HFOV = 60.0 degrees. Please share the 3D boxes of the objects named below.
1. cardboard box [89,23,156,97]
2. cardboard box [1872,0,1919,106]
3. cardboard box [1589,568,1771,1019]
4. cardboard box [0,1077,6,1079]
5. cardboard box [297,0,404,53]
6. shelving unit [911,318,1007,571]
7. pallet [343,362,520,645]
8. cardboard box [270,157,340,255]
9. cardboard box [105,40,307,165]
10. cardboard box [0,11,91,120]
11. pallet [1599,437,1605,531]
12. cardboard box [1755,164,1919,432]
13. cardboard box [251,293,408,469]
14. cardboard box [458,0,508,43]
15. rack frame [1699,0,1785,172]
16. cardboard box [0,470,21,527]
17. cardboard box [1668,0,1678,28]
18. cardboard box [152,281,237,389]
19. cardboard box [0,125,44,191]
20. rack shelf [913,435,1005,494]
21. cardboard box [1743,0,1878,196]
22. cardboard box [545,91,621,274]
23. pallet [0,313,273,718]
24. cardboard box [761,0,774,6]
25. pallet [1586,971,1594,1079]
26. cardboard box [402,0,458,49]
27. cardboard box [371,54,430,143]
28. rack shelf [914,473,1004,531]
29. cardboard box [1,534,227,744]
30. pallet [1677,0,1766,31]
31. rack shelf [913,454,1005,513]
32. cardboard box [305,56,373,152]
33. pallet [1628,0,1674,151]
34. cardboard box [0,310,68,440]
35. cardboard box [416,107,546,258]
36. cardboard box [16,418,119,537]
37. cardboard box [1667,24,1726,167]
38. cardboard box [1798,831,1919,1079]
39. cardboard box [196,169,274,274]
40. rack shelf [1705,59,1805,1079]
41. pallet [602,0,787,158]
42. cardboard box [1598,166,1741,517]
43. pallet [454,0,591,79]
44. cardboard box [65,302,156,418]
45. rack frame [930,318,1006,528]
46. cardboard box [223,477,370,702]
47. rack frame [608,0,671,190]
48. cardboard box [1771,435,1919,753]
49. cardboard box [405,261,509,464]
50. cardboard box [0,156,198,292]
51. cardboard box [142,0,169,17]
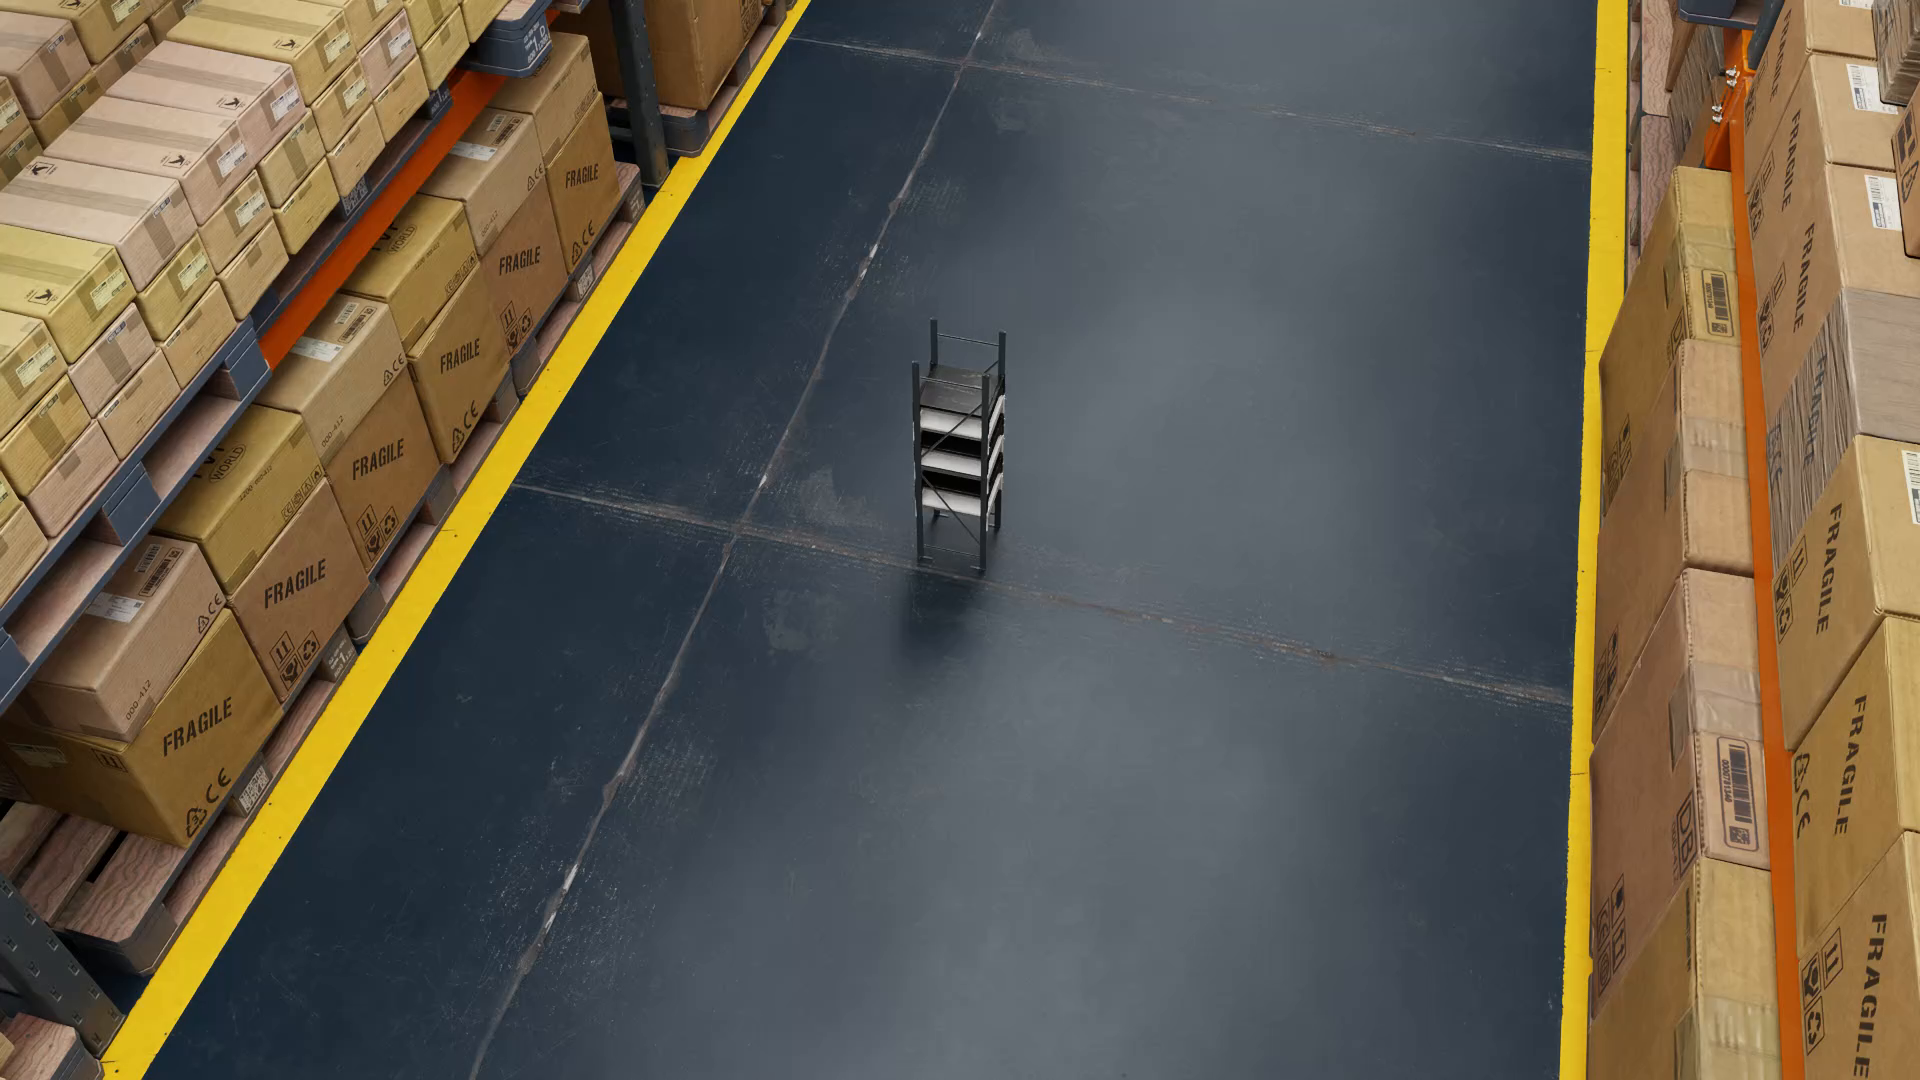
[{"bbox_3d":[-2.467,-1.338,4.619,0.380,0.149,0.250,13,50,11],"label":"cardboard box"},{"bbox_3d":[2.809,-1.409,4.257,0.797,0.503,0.637,13,50,11],"label":"cardboard box"},{"bbox_3d":[2.348,0.775,4.203,1.225,0.875,0.875,10,49,9],"label":"cardboard box"},{"bbox_3d":[-2.569,1.427,4.111,0.380,0.149,0.250,12,50,11],"label":"cardboard box"},{"bbox_3d":[-1.770,-1.494,4.559,0.380,0.149,0.250,14,50,12],"label":"cardboard box"},{"bbox_3d":[-0.002,-0.292,5.407,0.258,0.900,0.210,12,50,10],"label":"shelving unit"},{"bbox_3d":[-2.271,-0.254,5.833,1.003,0.211,1.213,12,50,10],"label":"pallet"},{"bbox_3d":[-1.908,-0.923,4.452,0.380,0.149,0.250,11,49,9],"label":"cardboard box"},{"bbox_3d":[-1.907,-1.110,4.220,0.380,0.149,0.250,13,50,11],"label":"cardboard box"},{"bbox_3d":[-2.533,-1.252,4.345,0.380,0.149,0.250,10,49,8],"label":"cardboard box"},{"bbox_3d":[2.737,-0.091,5.690,1.003,0.211,1.213,12,50,10],"label":"pallet"},{"bbox_3d":[2.362,-0.560,4.177,0.500,0.500,0.500,11,49,9],"label":"cardboard box"},{"bbox_3d":[-2.068,-0.524,5.099,0.500,0.250,0.500,13,50,11],"label":"cardboard box"},{"bbox_3d":[-1.631,-1.684,5.123,0.380,0.149,0.250,11,49,10],"label":"cardboard box"},{"bbox_3d":[3.017,-1.569,5.134,1.000,3.000,0.127,12,50,10],"label":"rack frame"},{"bbox_3d":[-2.247,-0.076,3.506,0.380,0.149,0.250,12,50,11],"label":"cardboard box"},{"bbox_3d":[3.597,-2.595,7.413,0.700,0.500,0.500,8,49,7],"label":"cardboard box"},{"bbox_3d":[-2.043,-0.541,4.114,0.380,0.149,0.250,12,50,10],"label":"cardboard box"},{"bbox_3d":[-2.606,-0.965,4.290,0.380,0.149,0.250,9,49,8],"label":"cardboard box"},{"bbox_3d":[-0.002,-0.270,5.432,0.258,0.077,0.200,12,50,10],"label":"rack shelf"},{"bbox_3d":[2.627,-1.304,4.834,0.500,0.500,0.500,13,50,11],"label":"cardboard box"},{"bbox_3d":[-1.662,-1.405,6.377,0.500,0.500,0.500,11,50,10],"label":"cardboard box"},{"bbox_3d":[-2.453,-0.188,4.044,1.003,0.211,1.213,12,50,10],"label":"pallet"},{"bbox_3d":[-1.267,-3.071,7.680,1.050,0.750,0.750,12,50,11],"label":"cardboard box"},{"bbox_3d":[2.095,1.674,4.132,1.003,0.211,1.213,12,50,10],"label":"pallet"},{"bbox_3d":[-1.701,-1.583,4.836,0.380,0.149,0.250,11,50,10],"label":"cardboard box"},{"bbox_3d":[-1.770,-1.303,4.787,0.380,0.149,0.250,13,50,11],"label":"cardboard box"},{"bbox_3d":[-0.002,-0.151,5.567,0.258,0.077,0.200,12,50,10],"label":"rack shelf"},{"bbox_3d":[-2.345,0.230,4.433,0.500,0.250,0.500,10,49,8],"label":"cardboard box"},{"bbox_3d":[3.102,-2.042,5.680,1.213,0.211,1.003,12,50,10],"label":"pallet"},{"bbox_3d":[-0.002,-0.210,5.500,0.258,0.077,0.200,12,50,10],"label":"rack shelf"},{"bbox_3d":[-1.837,-1.208,4.505,0.380,0.149,0.250,11,49,9],"label":"cardboard box"},{"bbox_3d":[3.547,-2.091,7.455,1.003,0.211,1.213,12,50,10],"label":"pallet"},{"bbox_3d":[-2.179,-0.378,3.573,0.380,0.149,0.250,13,50,11],"label":"cardboard box"},{"bbox_3d":[-1.791,-1.267,5.755,0.500,0.250,0.500,12,50,11],"label":"cardboard box"},{"bbox_3d":[-2.179,-0.180,3.795,0.380,0.149,0.250,12,50,11],"label":"cardboard box"},{"bbox_3d":[3.308,-1.780,6.694,0.700,0.500,0.500,8,49,7],"label":"cardboard box"},{"bbox_3d":[1.824,0.899,2.889,0.500,0.500,0.500,12,50,10],"label":"cardboard box"},{"bbox_3d":[-1.976,-0.835,4.175,0.380,0.149,0.250,13,50,12],"label":"cardboard box"},{"bbox_3d":[2.491,0.115,4.127,1.077,0.370,4.000,12,50,10],"label":"rack shelf"},{"bbox_3d":[-1.461,-2.254,7.598,1.003,0.211,1.213,12,50,10],"label":"pallet"},{"bbox_3d":[2.816,-0.510,5.337,1.225,0.875,0.875,9,49,8],"label":"cardboard box"},{"bbox_3d":[-1.826,-2.021,5.661,1.213,0.211,1.003,12,50,10],"label":"pallet"},{"bbox_3d":[-2.113,-0.451,3.836,0.380,0.149,0.250,13,50,11],"label":"cardboard box"},{"bbox_3d":[0.025,-0.365,5.472,0.240,0.900,0.006,12,50,10],"label":"rack frame"},{"bbox_3d":[-2.206,0.095,5.052,0.500,0.500,0.500,14,50,12],"label":"cardboard box"},{"bbox_3d":[-1.741,-2.621,6.063,1.000,3.000,0.127,12,50,10],"label":"rack frame"},{"bbox_3d":[2.092,0.163,3.539,0.500,0.500,0.500,11,49,10],"label":"cardboard box"},{"bbox_3d":[-1.926,-0.645,5.706,0.500,0.500,0.500,10,49,8],"label":"cardboard box"},{"bbox_3d":[-2.041,-0.743,3.895,0.380,0.149,0.250,11,49,10],"label":"cardboard box"},{"bbox_3d":[-2.394,-1.627,4.676,0.380,0.149,0.250,13,50,11],"label":"cardboard box"}]
